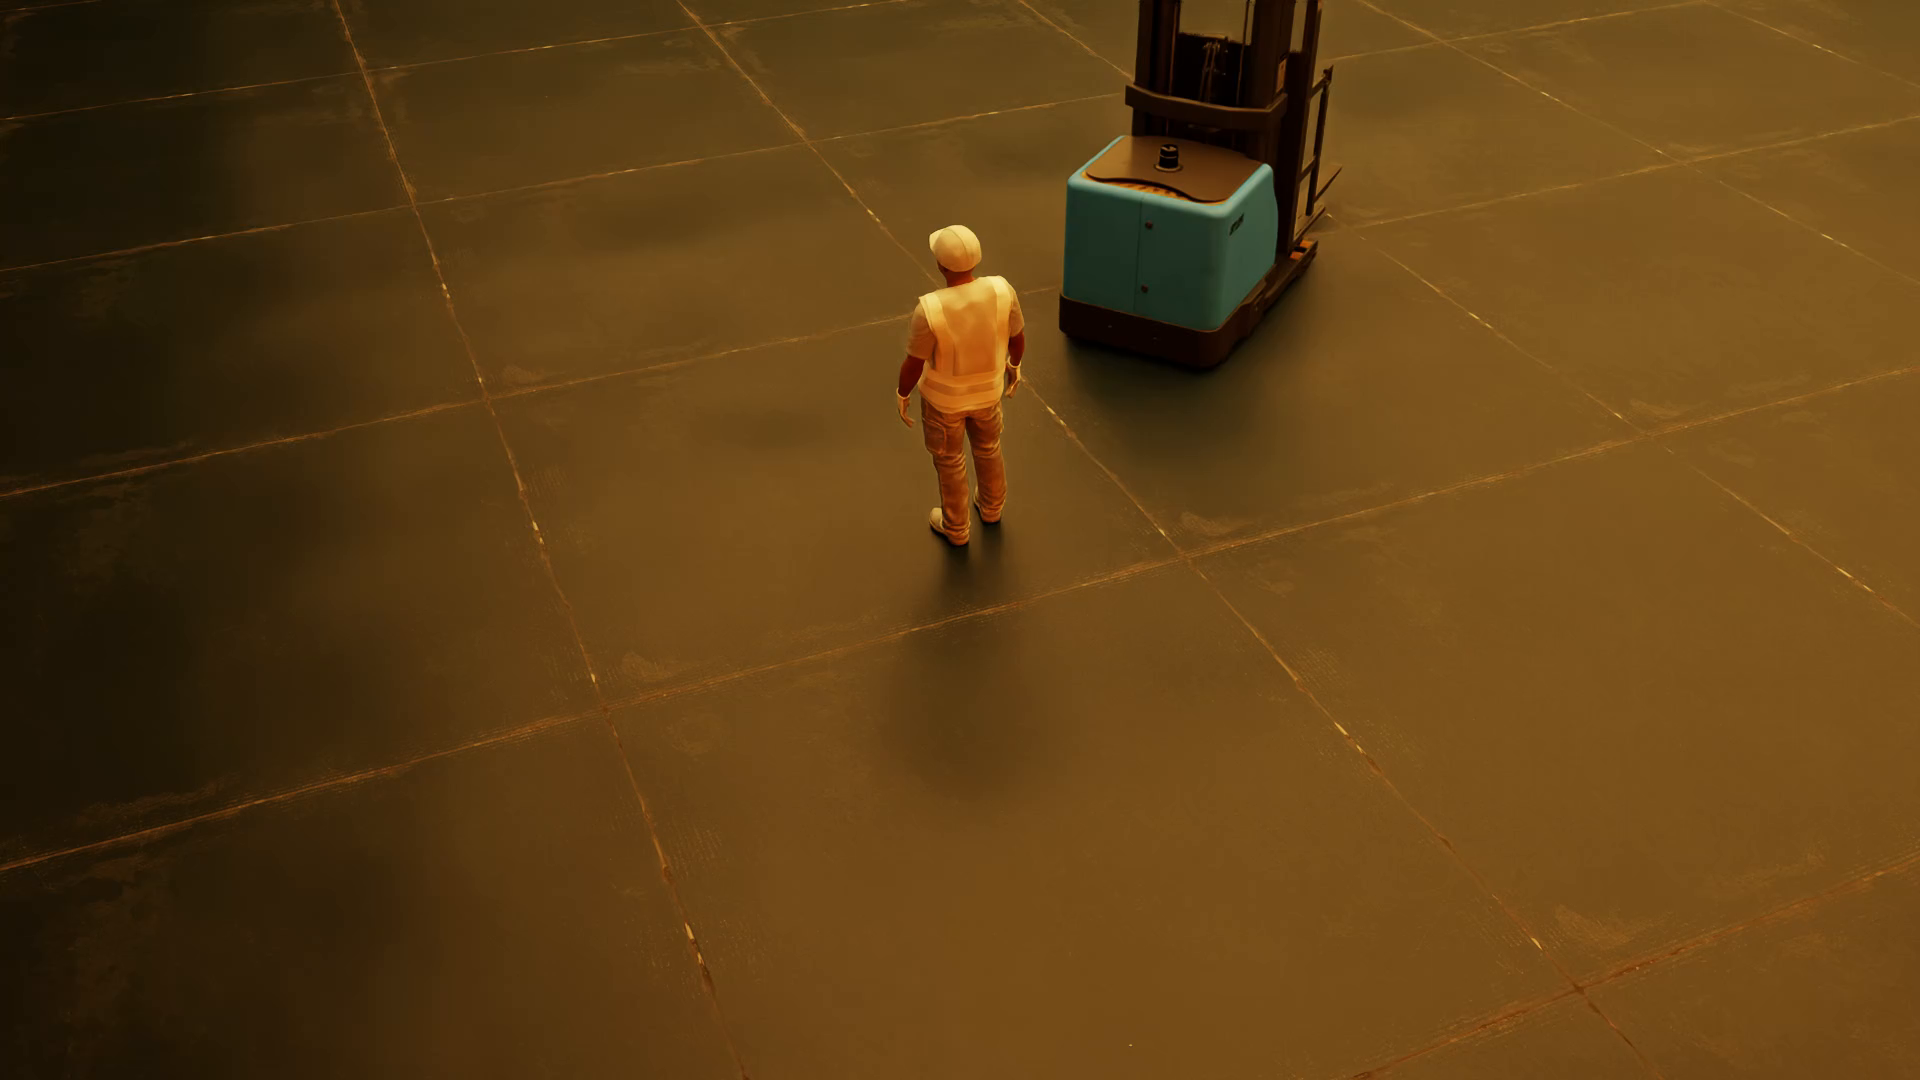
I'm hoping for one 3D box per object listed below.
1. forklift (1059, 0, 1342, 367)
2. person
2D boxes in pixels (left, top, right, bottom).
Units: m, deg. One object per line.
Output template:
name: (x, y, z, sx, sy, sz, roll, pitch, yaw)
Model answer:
forklift: (1.760, -3.065, 10.408, 1.130, 2.935, 3.031, 17, 39, 23)
person: (-0.021, -0.773, 8.164, 0.657, 1.785, 0.575, -14, 38, -19)
